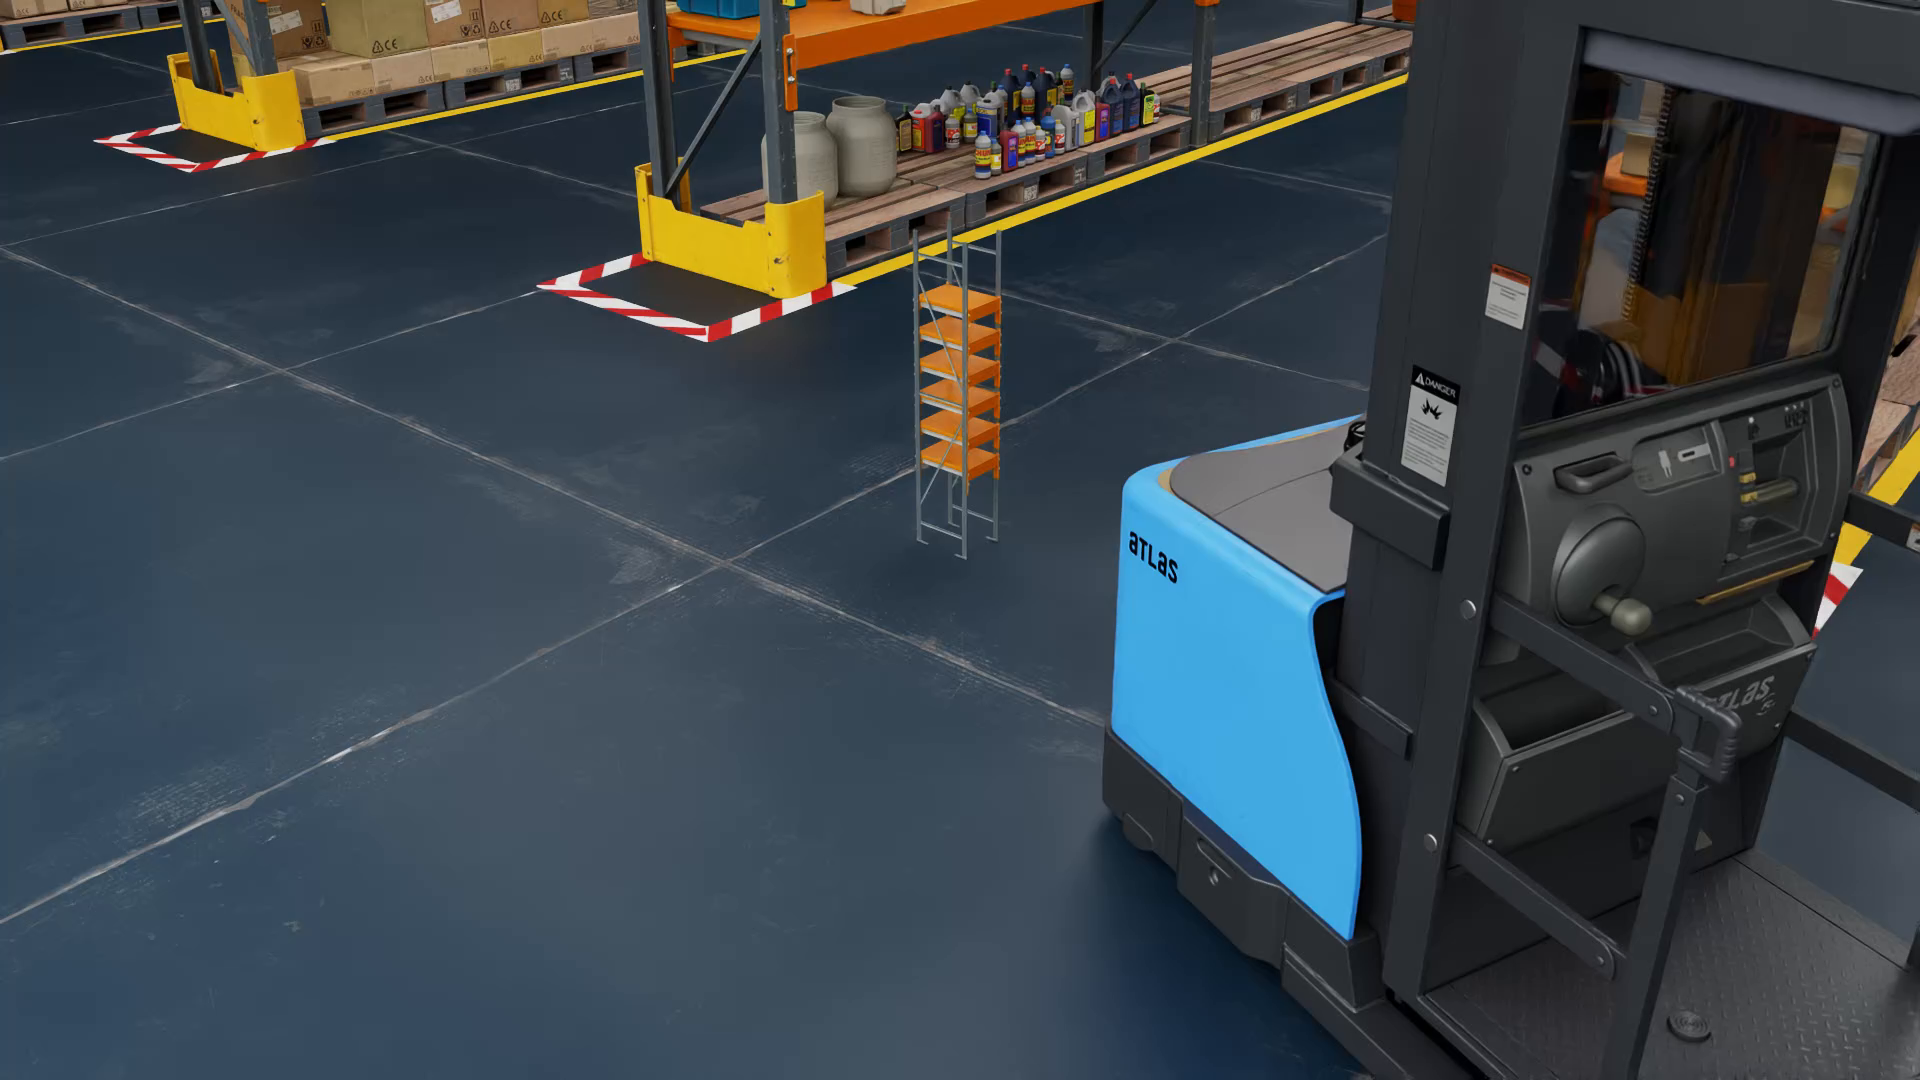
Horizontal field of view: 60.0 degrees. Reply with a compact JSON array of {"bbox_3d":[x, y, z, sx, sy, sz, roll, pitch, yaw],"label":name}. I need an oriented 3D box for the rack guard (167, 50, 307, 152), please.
[{"bbox_3d":[-5.092,-3.101,11.700,1.175,0.500,0.348,21,34,34],"label":"rack guard"}]

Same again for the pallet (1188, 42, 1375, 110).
[{"bbox_3d":[2.533,-3.675,13.123,1.003,0.211,1.213,21,34,34],"label":"pallet"}]

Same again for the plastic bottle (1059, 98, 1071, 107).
[{"bbox_3d":[0.677,-2.703,10.689,0.061,0.283,0.133,21,34,34],"label":"plastic bottle"}]

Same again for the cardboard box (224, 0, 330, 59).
[{"bbox_3d":[-4.965,-3.795,12.041,0.500,0.500,0.500,21,34,34],"label":"cardboard box"}]

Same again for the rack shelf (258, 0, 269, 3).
[{"bbox_3d":[-3.804,-4.609,12.678,1.077,0.370,4.000,21,34,34],"label":"rack shelf"}]

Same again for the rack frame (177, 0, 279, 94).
[{"bbox_3d":[-5.077,-4.220,11.142,1.000,3.000,0.127,21,34,34],"label":"rack frame"}]

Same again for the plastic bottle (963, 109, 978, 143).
[{"bbox_3d":[0.066,-2.673,10.719,0.097,0.201,0.097,0,27,0],"label":"plastic bottle"}]

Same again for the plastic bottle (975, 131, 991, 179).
[{"bbox_3d":[0.137,-2.306,9.934,0.097,0.271,0.097,0,27,0],"label":"plastic bottle"}]

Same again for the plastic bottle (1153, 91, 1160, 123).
[{"bbox_3d":[1.297,-2.922,11.200,0.097,0.201,0.097,0,27,0],"label":"plastic bottle"}]

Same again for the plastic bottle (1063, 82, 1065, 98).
[{"bbox_3d":[0.682,-3.120,11.584,0.097,0.201,0.097,0,27,0],"label":"plastic bottle"}]

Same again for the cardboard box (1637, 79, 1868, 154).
[{"bbox_3d":[2.936,-1.687,5.813,0.875,0.500,0.500,21,34,34],"label":"cardboard box"}]

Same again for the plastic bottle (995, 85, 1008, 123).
[{"bbox_3d":[0.269,-2.878,11.038,0.097,0.271,0.097,0,27,0],"label":"plastic bottle"}]

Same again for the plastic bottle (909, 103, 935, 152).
[{"bbox_3d":[-0.245,-2.617,10.530,0.152,0.276,0.135,21,34,35],"label":"plastic bottle"}]

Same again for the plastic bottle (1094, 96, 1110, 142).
[{"bbox_3d":[0.907,-2.727,10.735,0.061,0.283,0.133,23,35,38],"label":"plastic bottle"}]

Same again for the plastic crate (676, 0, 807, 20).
[{"bbox_3d":[-1.169,-2.970,8.887,0.499,0.251,0.616,21,34,34],"label":"plastic crate"}]

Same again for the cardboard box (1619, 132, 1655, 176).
[{"bbox_3d":[2.587,-1.373,5.913,0.380,0.149,0.250,21,34,34],"label":"cardboard box"}]

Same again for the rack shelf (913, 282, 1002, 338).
[{"bbox_3d":[-0.009,-0.808,5.819,0.258,0.103,0.180,21,34,34],"label":"rack shelf"}]

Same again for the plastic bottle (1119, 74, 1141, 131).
[{"bbox_3d":[1.100,-2.895,10.986,0.144,0.351,0.185,20,33,33],"label":"plastic bottle"}]

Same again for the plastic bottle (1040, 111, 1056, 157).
[{"bbox_3d":[0.547,-2.535,10.376,0.097,0.271,0.097,0,27,0],"label":"plastic bottle"}]

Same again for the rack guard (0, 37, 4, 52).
[{"bbox_3d":[-8.853,-4.583,14.565,1.175,0.500,0.348,21,34,34],"label":"rack guard"}]

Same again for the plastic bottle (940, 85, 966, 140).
[{"bbox_3d":[-0.055,-2.759,10.723,0.144,0.351,0.185,22,35,36],"label":"plastic bottle"}]

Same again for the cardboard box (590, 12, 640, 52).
[{"bbox_3d":[-2.984,-4.200,13.640,0.500,0.250,0.500,21,34,34],"label":"cardboard box"}]

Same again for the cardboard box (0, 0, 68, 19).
[{"bbox_3d":[-8.392,-4.886,14.878,0.500,0.311,0.500,17,32,29],"label":"cardboard box"}]

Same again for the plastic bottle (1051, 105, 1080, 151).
[{"bbox_3d":[0.666,-2.623,10.541,0.152,0.276,0.135,21,34,35],"label":"plastic bottle"}]

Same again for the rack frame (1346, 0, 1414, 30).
[{"bbox_3d":[3.832,-5.607,13.824,1.000,3.000,0.127,21,34,34],"label":"rack frame"}]

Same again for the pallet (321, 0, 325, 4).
[{"bbox_3d":[-6.757,-5.597,16.840,1.003,0.211,1.213,21,34,34],"label":"pallet"}]

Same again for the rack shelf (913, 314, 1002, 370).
[{"bbox_3d":[-0.009,-0.701,5.875,0.258,0.103,0.180,21,34,34],"label":"rack shelf"}]

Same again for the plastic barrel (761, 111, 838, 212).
[{"bbox_3d":[-0.897,-2.108,9.311,0.421,0.512,0.421,0,27,0],"label":"plastic barrel"}]

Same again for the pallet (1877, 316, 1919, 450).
[{"bbox_3d":[3.934,-0.820,7.605,1.003,0.211,1.213,21,34,34],"label":"pallet"}]

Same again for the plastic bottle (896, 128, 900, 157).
[{"bbox_3d":[-0.427,-2.502,10.389,0.097,0.201,0.097,0,27,0],"label":"plastic bottle"}]

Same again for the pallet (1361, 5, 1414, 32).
[{"bbox_3d":[4.301,-4.660,15.029,1.003,0.211,1.213,21,34,34],"label":"pallet"}]

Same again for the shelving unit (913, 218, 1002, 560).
[{"bbox_3d":[-0.009,-0.528,5.964,0.258,1.200,0.189,21,34,34],"label":"shelving unit"}]

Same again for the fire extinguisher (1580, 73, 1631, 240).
[{"bbox_3d":[2.137,-1.383,5.743,0.296,0.674,0.183,21,34,34],"label":"fire extinguisher"}]

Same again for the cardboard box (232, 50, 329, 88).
[{"bbox_3d":[-4.963,-3.461,12.212,0.500,0.250,0.500,21,34,34],"label":"cardboard box"}]

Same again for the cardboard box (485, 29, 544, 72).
[{"bbox_3d":[-3.608,-3.841,12.946,0.500,0.250,0.500,21,34,34],"label":"cardboard box"}]

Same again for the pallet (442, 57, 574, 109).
[{"bbox_3d":[-3.846,-3.695,13.163,1.003,0.211,1.213,21,34,34],"label":"pallet"}]

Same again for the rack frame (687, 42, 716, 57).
[{"bbox_3d":[-2.532,-5.638,13.884,1.000,3.000,0.127,21,34,34],"label":"rack frame"}]

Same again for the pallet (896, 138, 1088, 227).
[{"bbox_3d":[0.052,-2.290,10.447,1.003,0.211,1.213,21,34,34],"label":"pallet"}]

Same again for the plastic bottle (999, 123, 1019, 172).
[{"bbox_3d":[0.295,-2.386,10.076,0.061,0.283,0.133,21,34,35],"label":"plastic bottle"}]

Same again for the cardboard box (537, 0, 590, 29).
[{"bbox_3d":[-3.301,-4.356,13.124,0.500,0.500,0.500,21,34,34],"label":"cardboard box"}]

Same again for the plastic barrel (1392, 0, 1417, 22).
[{"bbox_3d":[4.130,-5.008,14.571,0.600,0.830,0.708,21,34,34],"label":"plastic barrel"}]

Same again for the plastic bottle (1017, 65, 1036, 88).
[{"bbox_3d":[0.454,-3.043,11.271,0.144,0.351,0.185,22,34,36],"label":"plastic bottle"}]

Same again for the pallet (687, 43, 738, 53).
[{"bbox_3d":[-2.094,-4.672,15.051,1.003,0.211,1.213,21,34,34],"label":"pallet"}]

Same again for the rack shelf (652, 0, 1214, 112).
[{"bbox_3d":[0.015,-3.160,9.877,1.077,0.370,4.000,21,34,34],"label":"rack shelf"}]

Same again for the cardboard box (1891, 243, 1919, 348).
[{"bbox_3d":[4.131,-1.239,7.644,0.500,0.500,0.500,17,32,30],"label":"cardboard box"}]

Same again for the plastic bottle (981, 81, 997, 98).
[{"bbox_3d":[0.197,-2.900,11.068,0.061,0.283,0.133,23,35,37],"label":"plastic bottle"}]

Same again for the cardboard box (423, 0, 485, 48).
[{"bbox_3d":[-3.939,-4.002,12.441,0.500,0.500,0.500,21,34,34],"label":"cardboard box"}]

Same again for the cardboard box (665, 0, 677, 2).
[{"bbox_3d":[-2.492,-4.835,14.867,0.500,0.250,0.500,20,34,34],"label":"cardboard box"}]

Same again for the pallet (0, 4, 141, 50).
[{"bbox_3d":[-8.309,-4.732,15.168,1.003,0.211,1.213,21,34,34],"label":"pallet"}]

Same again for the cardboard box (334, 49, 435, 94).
[{"bbox_3d":[-4.249,-3.488,12.264,0.500,0.250,0.500,21,34,34],"label":"cardboard box"}]

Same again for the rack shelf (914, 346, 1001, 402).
[{"bbox_3d":[-0.009,-0.595,5.930,0.258,0.103,0.180,21,34,34],"label":"rack shelf"}]

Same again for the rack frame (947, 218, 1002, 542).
[{"bbox_3d":[0.049,-0.560,6.027,0.240,1.200,0.006,21,34,34],"label":"rack frame"}]

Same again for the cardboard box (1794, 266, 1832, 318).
[{"bbox_3d":[3.329,-0.838,6.868,0.500,0.500,0.500,-18,32,-31],"label":"cardboard box"}]

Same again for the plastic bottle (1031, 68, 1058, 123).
[{"bbox_3d":[0.565,-3.001,11.190,0.144,0.351,0.185,21,34,34],"label":"plastic bottle"}]

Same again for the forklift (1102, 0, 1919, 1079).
[{"bbox_3d":[1.552,-0.039,3.136,1.130,2.935,3.031,-14,31,-25],"label":"forklift"}]

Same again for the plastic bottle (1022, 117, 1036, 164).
[{"bbox_3d":[0.419,-2.463,10.237,0.097,0.271,0.097,0,27,0],"label":"plastic bottle"}]

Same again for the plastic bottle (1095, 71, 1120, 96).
[{"bbox_3d":[0.989,-2.937,11.067,0.144,0.351,0.185,21,34,34],"label":"plastic bottle"}]
